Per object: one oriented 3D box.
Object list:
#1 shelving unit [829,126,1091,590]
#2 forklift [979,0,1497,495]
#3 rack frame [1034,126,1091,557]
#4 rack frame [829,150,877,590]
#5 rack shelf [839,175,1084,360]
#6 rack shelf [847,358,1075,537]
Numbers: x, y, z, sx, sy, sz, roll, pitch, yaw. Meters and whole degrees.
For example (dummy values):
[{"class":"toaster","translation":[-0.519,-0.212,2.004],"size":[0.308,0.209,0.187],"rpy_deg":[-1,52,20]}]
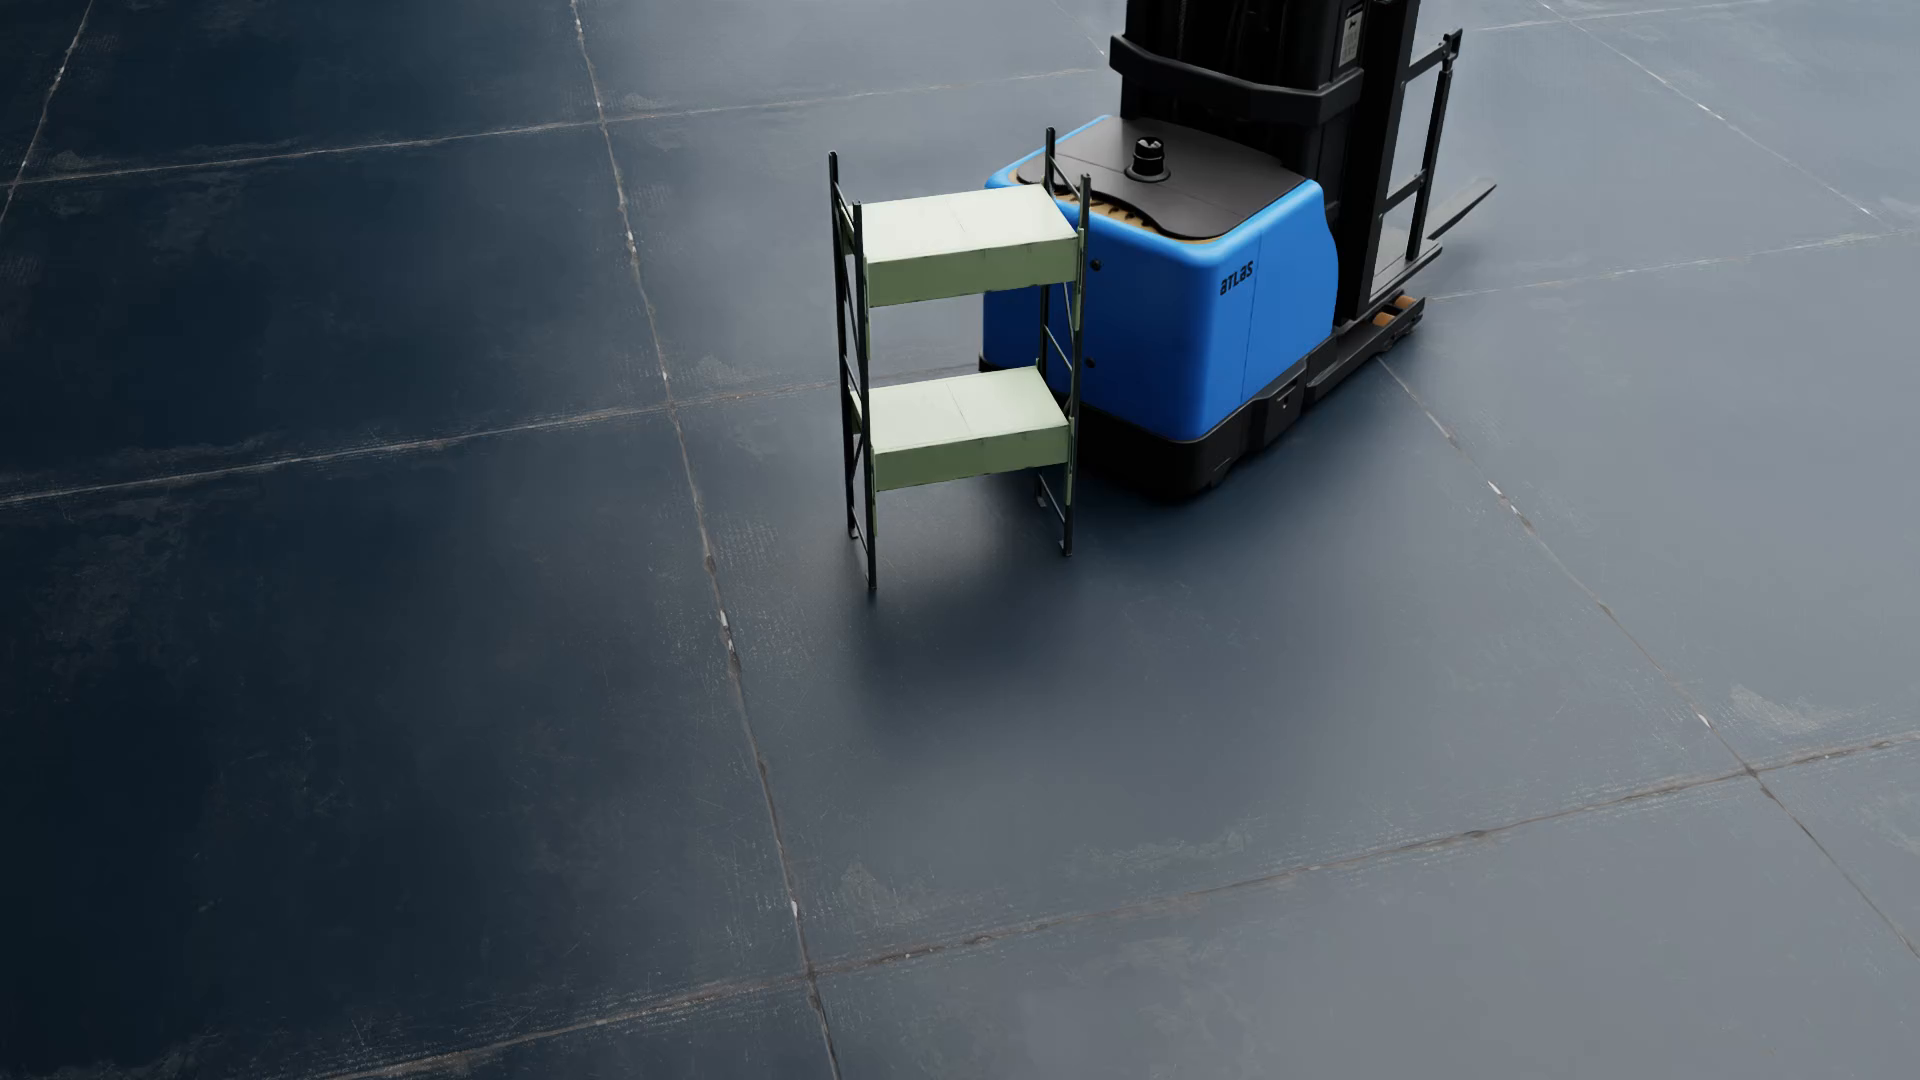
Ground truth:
[{"class":"shelving unit","translation":[-0.006,-0.595,5.717],"size":[0.755,1.500,0.431],"rpy_deg":[-9,38,-12]},{"class":"forklift","translation":[1.399,-2.160,6.586],"size":[1.130,2.935,3.031],"rpy_deg":[27,45,30]},{"class":"rack frame","translation":[0.347,-0.653,5.793],"size":[0.023,1.500,0.400],"rpy_deg":[-9,38,-12]},{"class":"rack frame","translation":[-0.360,-0.537,5.641],"size":[0.023,1.500,0.400],"rpy_deg":[-9,38,-12]},{"class":"rack shelf","translation":[-0.006,-0.905,5.480],"size":[0.720,0.370,0.431],"rpy_deg":[-9,38,-12]},{"class":"rack shelf","translation":[-0.006,-0.336,5.915],"size":[0.720,0.370,0.431],"rpy_deg":[-9,38,-12]}]
